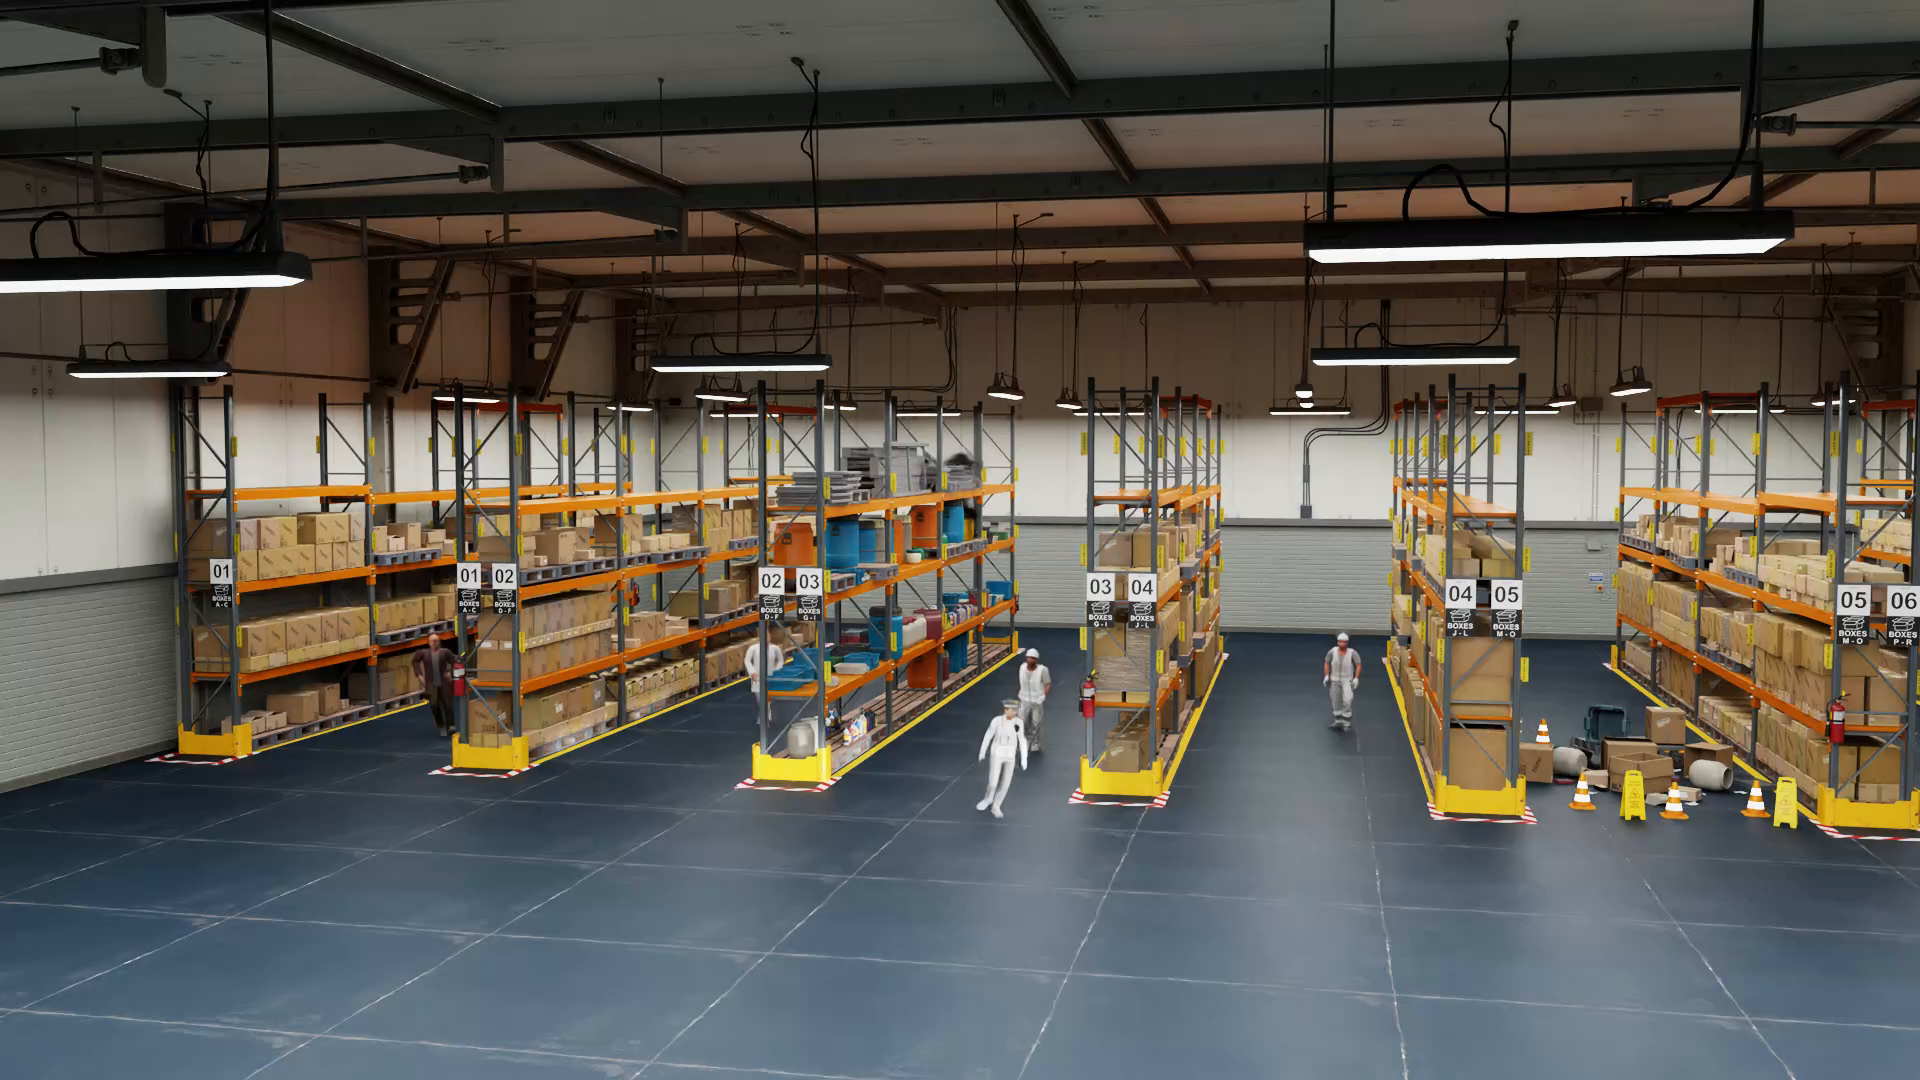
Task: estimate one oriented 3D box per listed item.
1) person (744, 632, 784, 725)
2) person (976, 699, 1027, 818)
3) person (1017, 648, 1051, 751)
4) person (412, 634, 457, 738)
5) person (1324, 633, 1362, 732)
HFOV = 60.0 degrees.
[{"bbox_3d":[-3.506,2.482,29.814,0.707,1.733,0.650,0,3,-4],"label":"person"},{"bbox_3d":[0.572,2.949,22.478,0.631,1.637,0.548,-1,3,-18],"label":"person"},{"bbox_3d":[1.173,2.608,26.968,0.659,1.725,0.820,1,3,17],"label":"person"},{"bbox_3d":[-9.048,2.514,28.691,0.786,1.779,0.715,-1,3,-17],"label":"person"},{"bbox_3d":[6.767,2.494,29.360,0.647,1.740,0.637,2,4,27],"label":"person"}]
